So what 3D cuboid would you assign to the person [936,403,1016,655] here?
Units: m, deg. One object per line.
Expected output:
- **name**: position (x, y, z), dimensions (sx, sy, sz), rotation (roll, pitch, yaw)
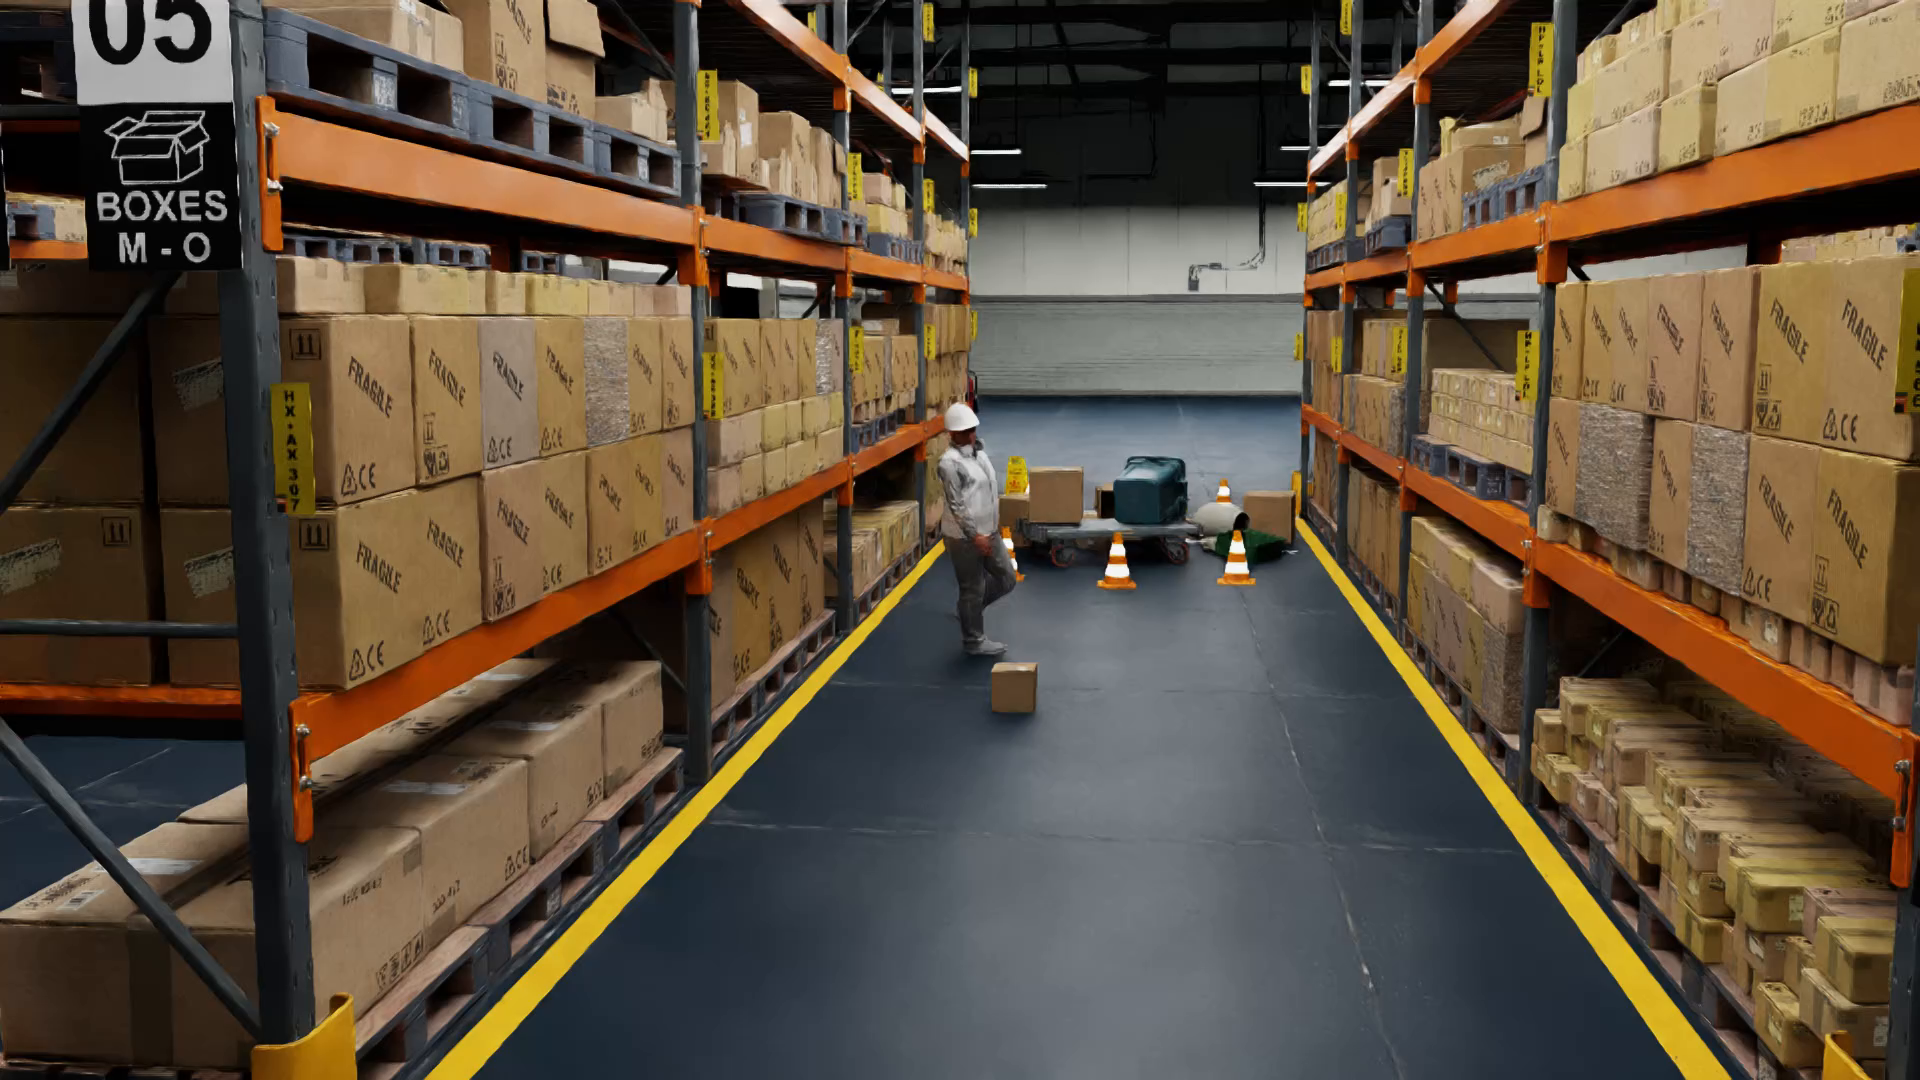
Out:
- **person**: position (0.082, -0.058, 11.209), dimensions (0.491, 1.741, 0.696), rotation (3, 8, 23)
